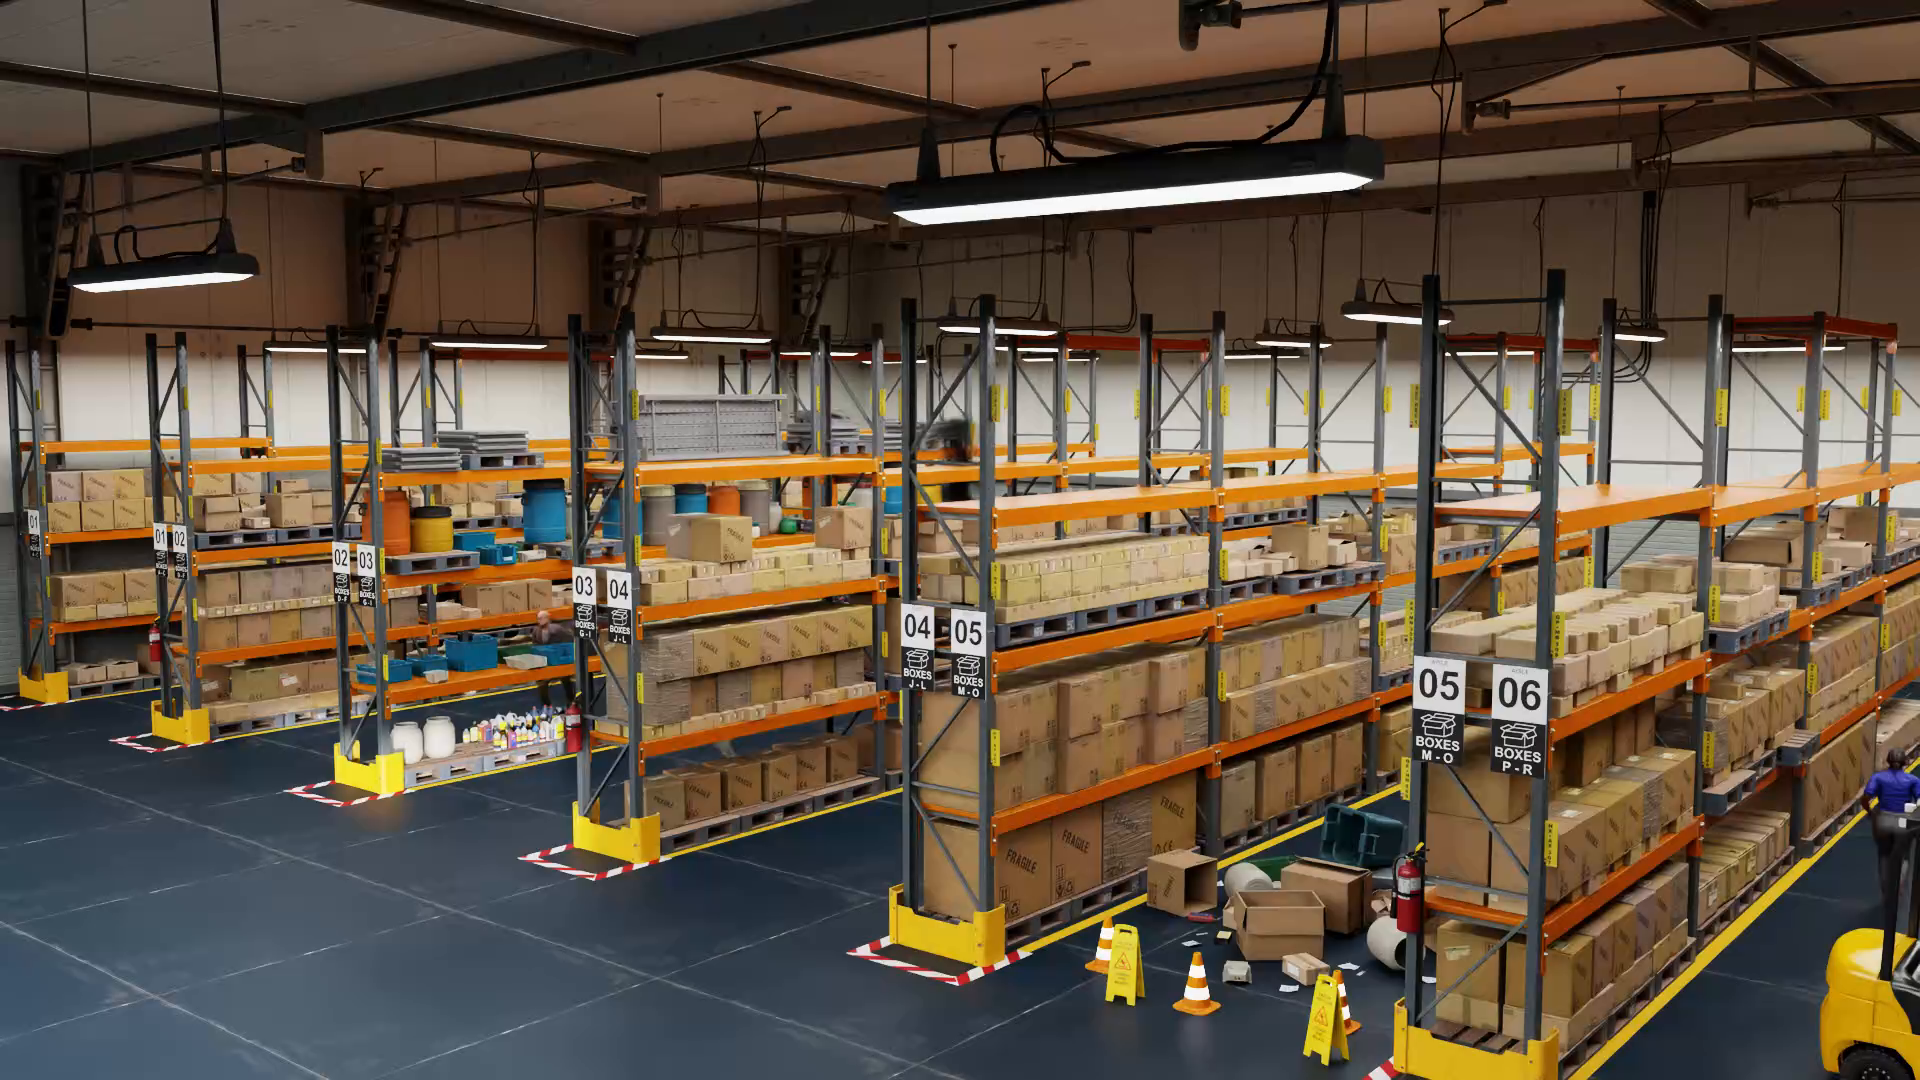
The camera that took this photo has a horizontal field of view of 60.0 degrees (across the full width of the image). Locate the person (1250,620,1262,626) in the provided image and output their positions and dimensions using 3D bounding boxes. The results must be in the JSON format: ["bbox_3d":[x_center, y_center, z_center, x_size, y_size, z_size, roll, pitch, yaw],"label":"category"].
[{"bbox_3d":[4.755,2.025,26.442,0.520,1.559,0.646,3,6,33],"label":"person"}]

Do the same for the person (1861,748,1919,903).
[{"bbox_3d":[9.325,2.889,16.616,0.587,1.598,0.646,3,6,30],"label":"person"}]

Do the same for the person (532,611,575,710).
[{"bbox_3d":[-6.472,1.966,26.409,0.729,1.718,0.819,0,5,-1],"label":"person"}]

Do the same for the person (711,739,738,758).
[{"bbox_3d":[-3.065,2.377,21.902,0.481,1.699,0.605,-2,5,-18],"label":"person"}]
